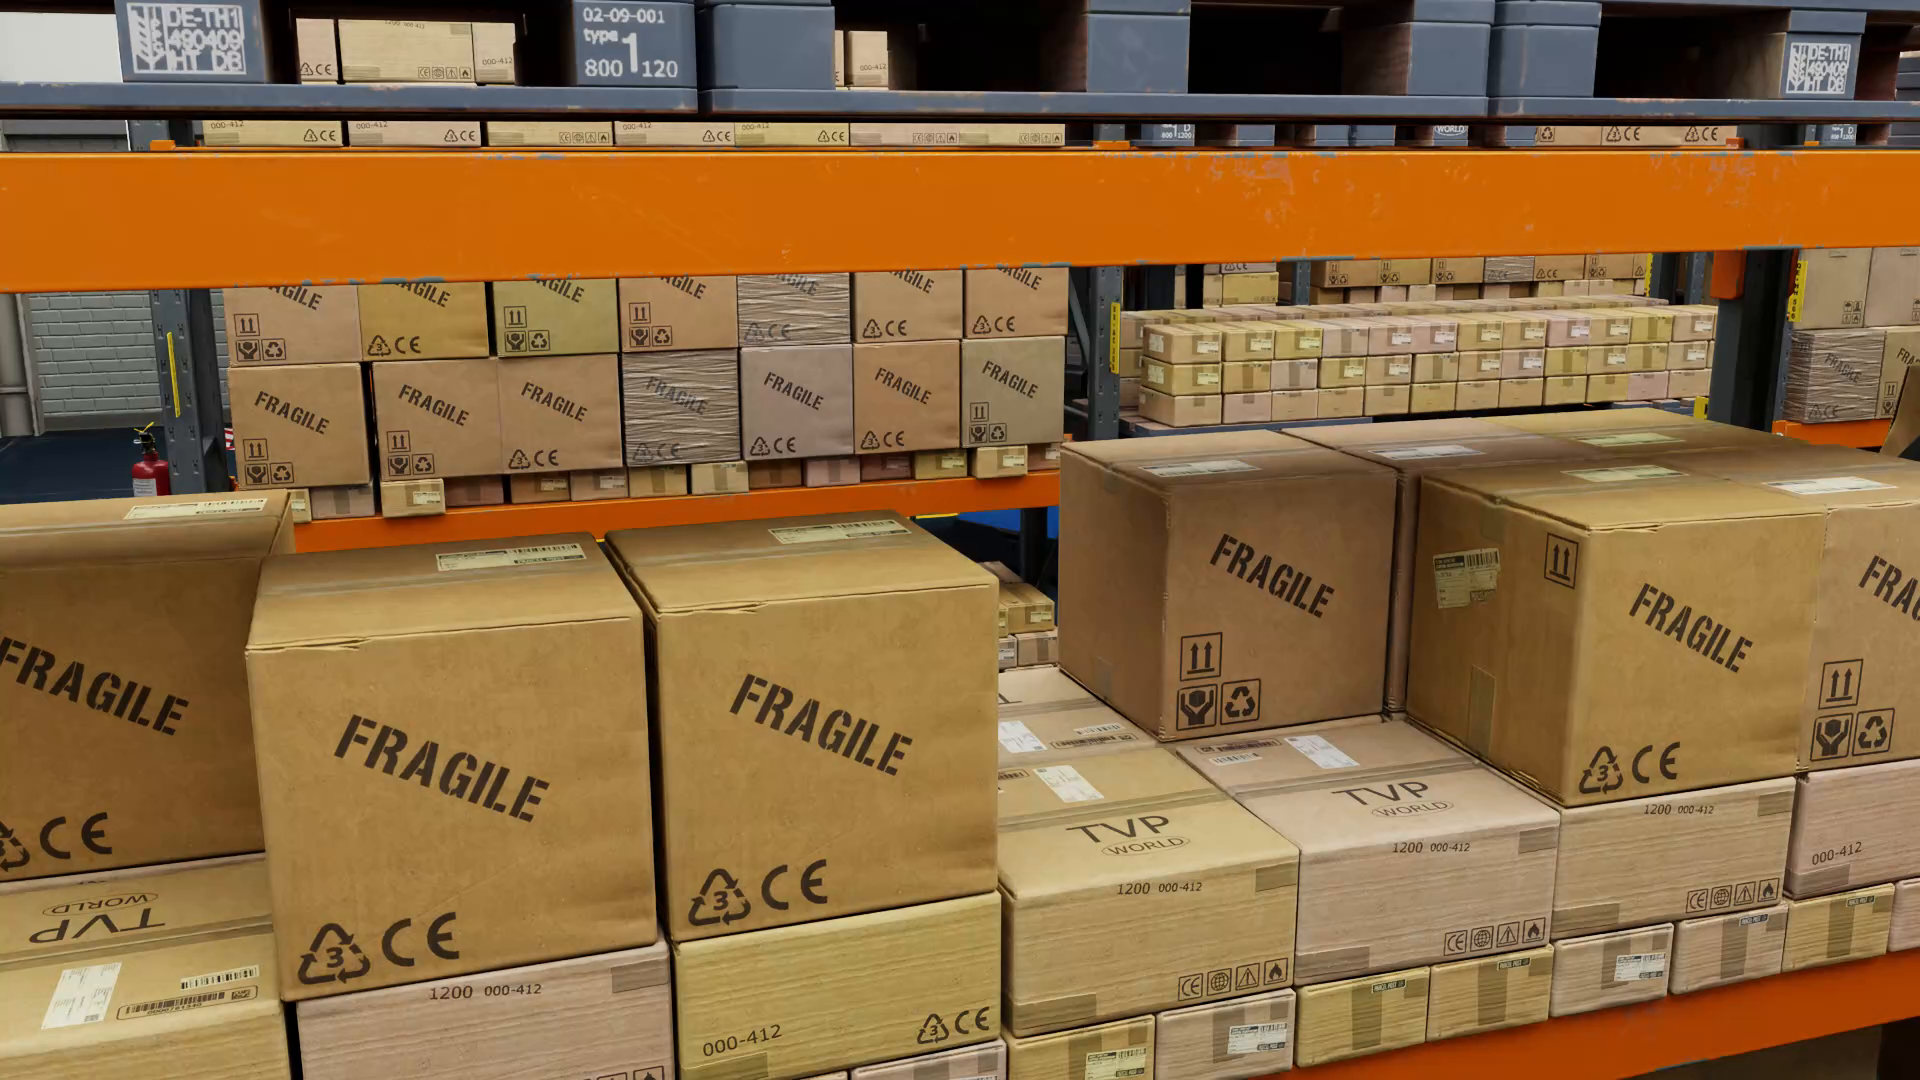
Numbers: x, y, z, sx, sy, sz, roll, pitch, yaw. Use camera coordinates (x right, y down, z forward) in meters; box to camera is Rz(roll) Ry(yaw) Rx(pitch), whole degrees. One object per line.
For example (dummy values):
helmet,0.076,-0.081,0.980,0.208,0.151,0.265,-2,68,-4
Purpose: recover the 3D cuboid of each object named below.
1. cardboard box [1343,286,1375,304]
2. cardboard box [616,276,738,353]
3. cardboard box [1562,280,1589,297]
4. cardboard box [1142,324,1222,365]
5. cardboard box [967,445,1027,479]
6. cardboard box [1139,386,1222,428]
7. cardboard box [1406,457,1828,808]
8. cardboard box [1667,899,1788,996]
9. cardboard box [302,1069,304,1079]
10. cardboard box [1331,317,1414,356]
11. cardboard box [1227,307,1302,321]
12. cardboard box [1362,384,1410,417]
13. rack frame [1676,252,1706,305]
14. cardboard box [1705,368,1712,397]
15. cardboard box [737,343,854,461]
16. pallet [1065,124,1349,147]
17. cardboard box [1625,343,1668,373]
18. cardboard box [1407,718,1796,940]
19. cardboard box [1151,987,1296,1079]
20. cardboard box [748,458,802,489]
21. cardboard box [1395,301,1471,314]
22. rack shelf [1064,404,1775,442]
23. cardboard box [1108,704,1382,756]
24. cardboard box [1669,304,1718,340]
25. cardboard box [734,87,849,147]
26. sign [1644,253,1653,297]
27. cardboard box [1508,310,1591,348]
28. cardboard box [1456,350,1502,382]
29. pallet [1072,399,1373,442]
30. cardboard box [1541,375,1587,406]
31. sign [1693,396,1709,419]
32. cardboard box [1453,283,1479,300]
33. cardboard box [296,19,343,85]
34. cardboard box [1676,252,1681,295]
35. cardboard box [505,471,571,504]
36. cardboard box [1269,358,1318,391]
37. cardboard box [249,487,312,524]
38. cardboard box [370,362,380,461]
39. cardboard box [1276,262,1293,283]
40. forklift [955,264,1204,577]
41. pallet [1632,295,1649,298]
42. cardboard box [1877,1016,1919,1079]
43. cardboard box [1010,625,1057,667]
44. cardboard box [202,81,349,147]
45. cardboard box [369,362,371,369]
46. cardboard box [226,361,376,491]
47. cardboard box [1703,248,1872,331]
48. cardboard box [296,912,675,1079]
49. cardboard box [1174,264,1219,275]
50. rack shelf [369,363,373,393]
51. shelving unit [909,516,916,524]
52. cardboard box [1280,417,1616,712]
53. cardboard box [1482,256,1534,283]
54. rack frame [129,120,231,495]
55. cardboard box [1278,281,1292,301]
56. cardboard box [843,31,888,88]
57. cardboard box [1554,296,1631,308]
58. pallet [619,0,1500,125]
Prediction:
cardboard box,3.302,-2.092,14.093,0.250,0.149,0.380,-5,14,-22
cardboard box,-1.283,-1.110,7.309,0.500,0.500,0.500,-5,14,-20
cardboard box,5.319,-2.230,14.673,0.250,0.149,0.380,-4,14,-18
cardboard box,1.060,-0.940,7.962,0.250,0.149,0.380,-4,14,-15
cardboard box,0.134,-0.403,7.896,0.250,0.149,0.380,-5,14,-20
cardboard box,1.060,-0.650,8.031,0.250,0.149,0.380,-5,14,-21
cardboard box,1.199,0.147,3.103,0.500,0.500,0.500,-4,14,-17
cardboard box,1.354,0.710,3.220,0.250,0.149,0.380,-5,14,-19
cardboard box,-1.081,0.899,2.422,0.250,0.149,0.380,-5,14,-19
cardboard box,2.046,-1.017,8.286,0.250,0.149,0.380,-5,14,-19
cardboard box,1.607,-1.142,8.813,0.250,0.149,0.380,-5,14,-18
cardboard box,2.038,-0.727,8.352,0.250,0.149,0.380,-5,14,-21
rack frame,6.448,-2.309,15.367,0.127,3.000,1.000,-4,14,-18
cardboard box,4.010,-0.880,8.997,0.250,0.149,0.380,-4,14,-17
cardboard box,-0.793,-0.661,7.582,0.500,0.500,0.500,-5,14,-18
pallet,1.159,-2.030,8.120,1.003,0.211,1.213,-4,14,-18
cardboard box,3.507,-0.986,8.798,0.250,0.149,0.380,-4,14,-17
cardboard box,1.202,0.512,3.189,0.500,0.250,0.500,-4,14,-16
cardboard box,0.382,0.785,2.903,0.250,0.149,0.380,-4,14,-17
cardboard box,-0.896,-0.349,7.670,0.250,0.149,0.380,-5,14,-19
cardboard box,2.586,-1.218,9.131,0.250,0.149,0.380,-4,14,-16
rack shelf,2.435,-0.438,9.056,4.000,0.370,1.077,-4,14,-18
cardboard box,0.535,0.436,3.511,0.500,0.250,0.500,-4,14,-17
cardboard box,4.013,-1.170,8.930,0.250,0.149,0.380,-5,14,-20
cardboard box,-0.797,-1.859,7.319,0.500,0.250,0.500,-5,14,-19
sign,4.151,-1.620,9.970,0.005,0.325,0.100,-4,14,-18
cardboard box,3.043,-1.096,8.617,0.250,0.149,0.380,-4,14,-18
cardboard box,2.542,-0.911,8.484,0.250,0.149,0.380,-5,14,-19
pallet,1.311,-0.571,8.477,1.213,0.211,1.003,-4,14,-18
cardboard box,3.038,-0.805,8.682,0.250,0.149,0.380,-5,14,-21
sign,1.844,-0.188,4.120,0.005,0.325,0.100,-4,14,-18
cardboard box,4.303,-2.183,14.472,0.250,0.149,0.380,-4,14,-16
cardboard box,-2.743,-1.951,6.623,0.500,0.250,0.500,-4,14,-17
cardboard box,6.789,-2.590,15.689,0.500,0.500,0.500,-5,14,-20
cardboard box,-1.873,-0.275,7.358,0.250,0.149,0.380,-5,14,-19
cardboard box,1.549,-0.834,8.159,0.250,0.149,0.380,-4,14,-17
cardboard box,-2.840,-0.175,6.938,0.250,0.149,0.380,-5,14,-19
cardboard box,-2.418,-0.665,7.597,0.500,0.500,0.500,-5,14,-19
cardboard box,2.999,-2.506,14.429,0.500,0.500,0.500,-5,14,-20
forklift,1.384,-1.126,10.542,3.031,2.935,1.130,12,18,42
pallet,5.677,-2.191,15.286,1.213,0.211,1.003,-4,14,-18
cardboard box,2.626,1.233,4.162,0.875,0.875,1.225,-4,14,-18
cardboard box,0.343,0.491,8.208,0.250,0.149,0.380,-4,14,-17
cardboard box,-2.744,-1.708,6.685,0.500,0.250,0.500,-4,14,-16
cardboard box,-3.909,-1.488,11.699,0.500,0.500,0.500,-5,14,-19
cardboard box,-2.738,-0.511,6.950,0.500,0.500,0.500,-4,14,-15
cardboard box,4.760,-1.501,9.596,0.500,0.500,0.700,-5,14,-18
cardboard box,-0.734,0.663,2.557,0.500,0.250,0.500,-5,14,-19
cardboard box,1.766,-2.414,13.431,0.500,0.500,0.500,-4,14,-17
rack shelf,-3.030,-1.221,12.348,4.000,0.370,1.077,-4,14,-18
shelving unit,0.022,-0.753,12.066,1.048,1.500,0.538,-6,15,-25
cardboard box,1.021,0.032,3.585,0.500,0.500,0.500,-4,14,-18
cardboard box,4.626,-2.510,14.445,0.500,0.500,0.500,-5,14,-20
rack frame,-3.251,-0.345,7.111,0.127,3.000,1.000,-4,14,-18
cardboard box,2.892,-2.172,14.425,0.250,0.149,0.380,-4,14,-16
cardboard box,-0.313,-2.144,7.436,0.500,0.250,0.500,-5,14,-20
cardboard box,3.577,-1.295,9.454,0.250,0.149,0.380,-5,14,-20
pallet,0.093,-0.814,2.792,1.213,0.211,1.003,-4,14,-18
